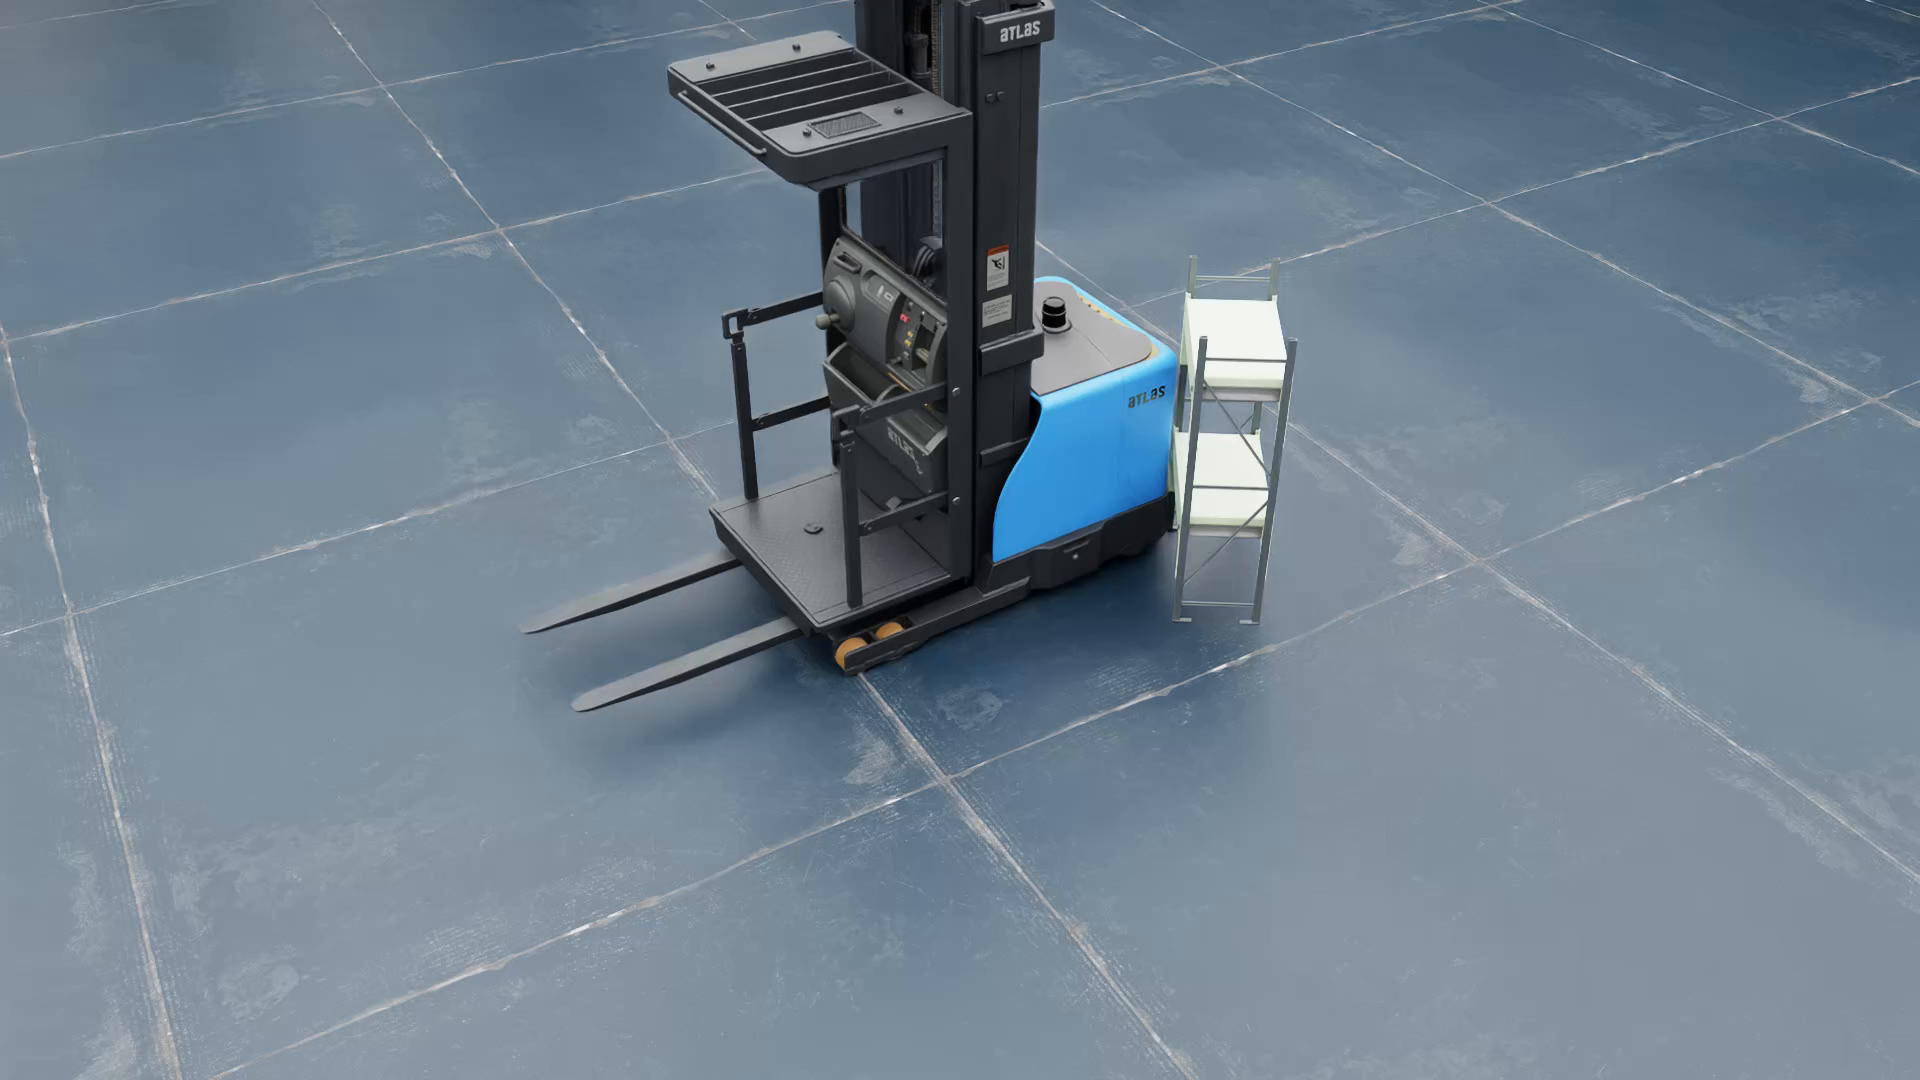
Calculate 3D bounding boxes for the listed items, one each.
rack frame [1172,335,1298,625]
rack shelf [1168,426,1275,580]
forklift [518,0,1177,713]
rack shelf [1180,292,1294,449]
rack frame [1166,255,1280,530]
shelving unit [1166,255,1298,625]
[{"bbox_3d":[1.187,-0.225,7.287,0.400,1.500,0.023,2,36,3],"label":"rack frame"},{"bbox_3d":[1.209,-0.178,7.774,0.431,0.370,0.720,2,36,3],"label":"rack shelf"},{"bbox_3d":[-0.503,-0.938,7.050,3.031,2.935,1.130,-21,41,-26],"label":"forklift"},{"bbox_3d":[1.209,-0.756,7.352,0.431,0.370,0.720,2,36,3],"label":"rack shelf"},{"bbox_3d":[1.230,-0.656,7.877,0.400,1.500,0.023,2,36,3],"label":"rack frame"},{"bbox_3d":[1.209,-0.441,7.582,0.431,1.500,0.755,2,36,3],"label":"shelving unit"}]
